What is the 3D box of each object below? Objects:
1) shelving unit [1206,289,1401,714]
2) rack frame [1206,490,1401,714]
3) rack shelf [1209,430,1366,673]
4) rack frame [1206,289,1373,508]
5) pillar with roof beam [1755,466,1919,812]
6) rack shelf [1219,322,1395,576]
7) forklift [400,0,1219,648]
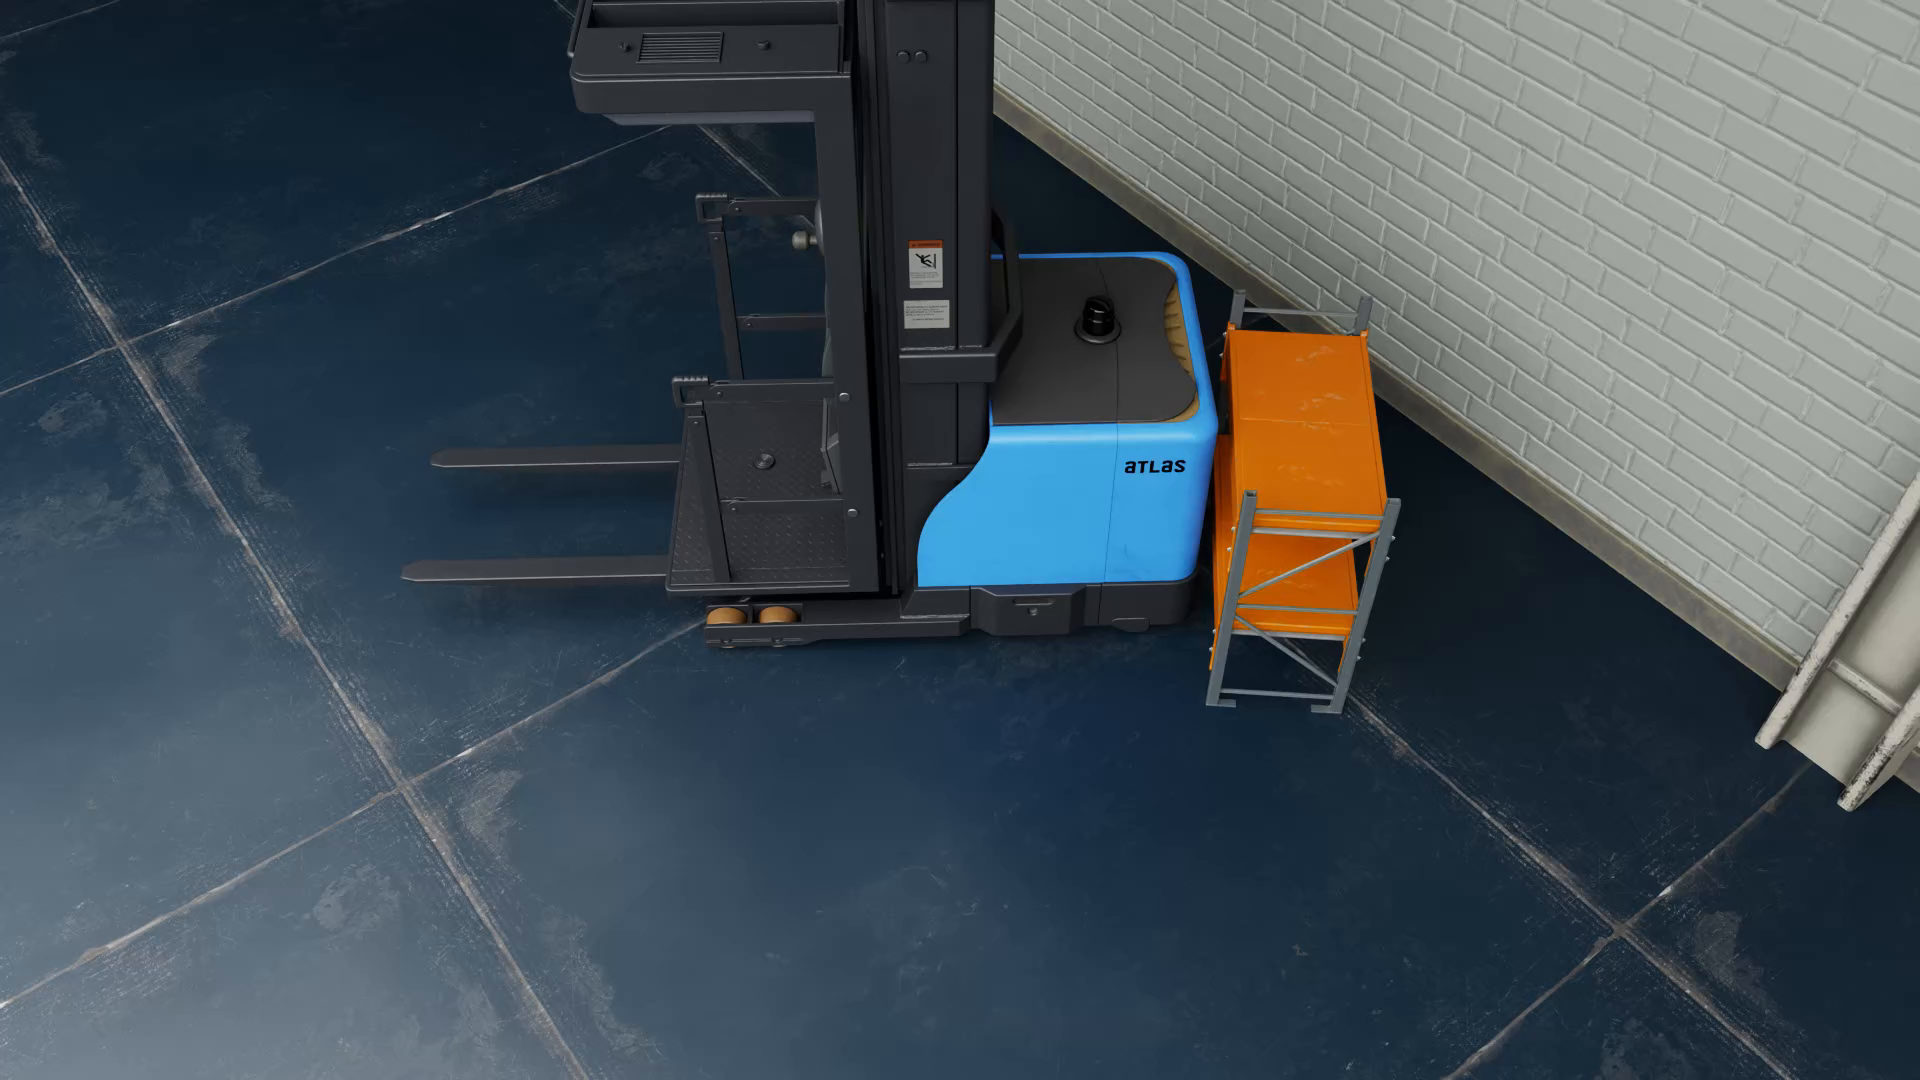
[{"bbox_3d":[1.206,-0.134,6.111,0.538,1.125,1.048,3,48,3],"label":"shelving unit"},{"bbox_3d":[1.166,0.241,5.770,0.500,1.125,0.032,3,48,3],"label":"rack frame"},{"bbox_3d":[1.206,0.030,6.292,0.538,0.278,1.000,3,48,3],"label":"rack shelf"},{"bbox_3d":[1.246,-0.510,6.451,0.500,1.125,0.032,3,48,3],"label":"rack frame"},{"bbox_3d":[-0.279,-0.313,0.958,9.100,9.000,0.400,-29,54,-24],"label":"pillar with roof beam"},{"bbox_3d":[1.206,-0.331,5.894,0.538,0.278,1.000,3,48,3],"label":"rack shelf"},{"bbox_3d":[-0.624,-0.971,5.651,3.031,2.935,1.130,-1,48,-1],"label":"forklift"}]
